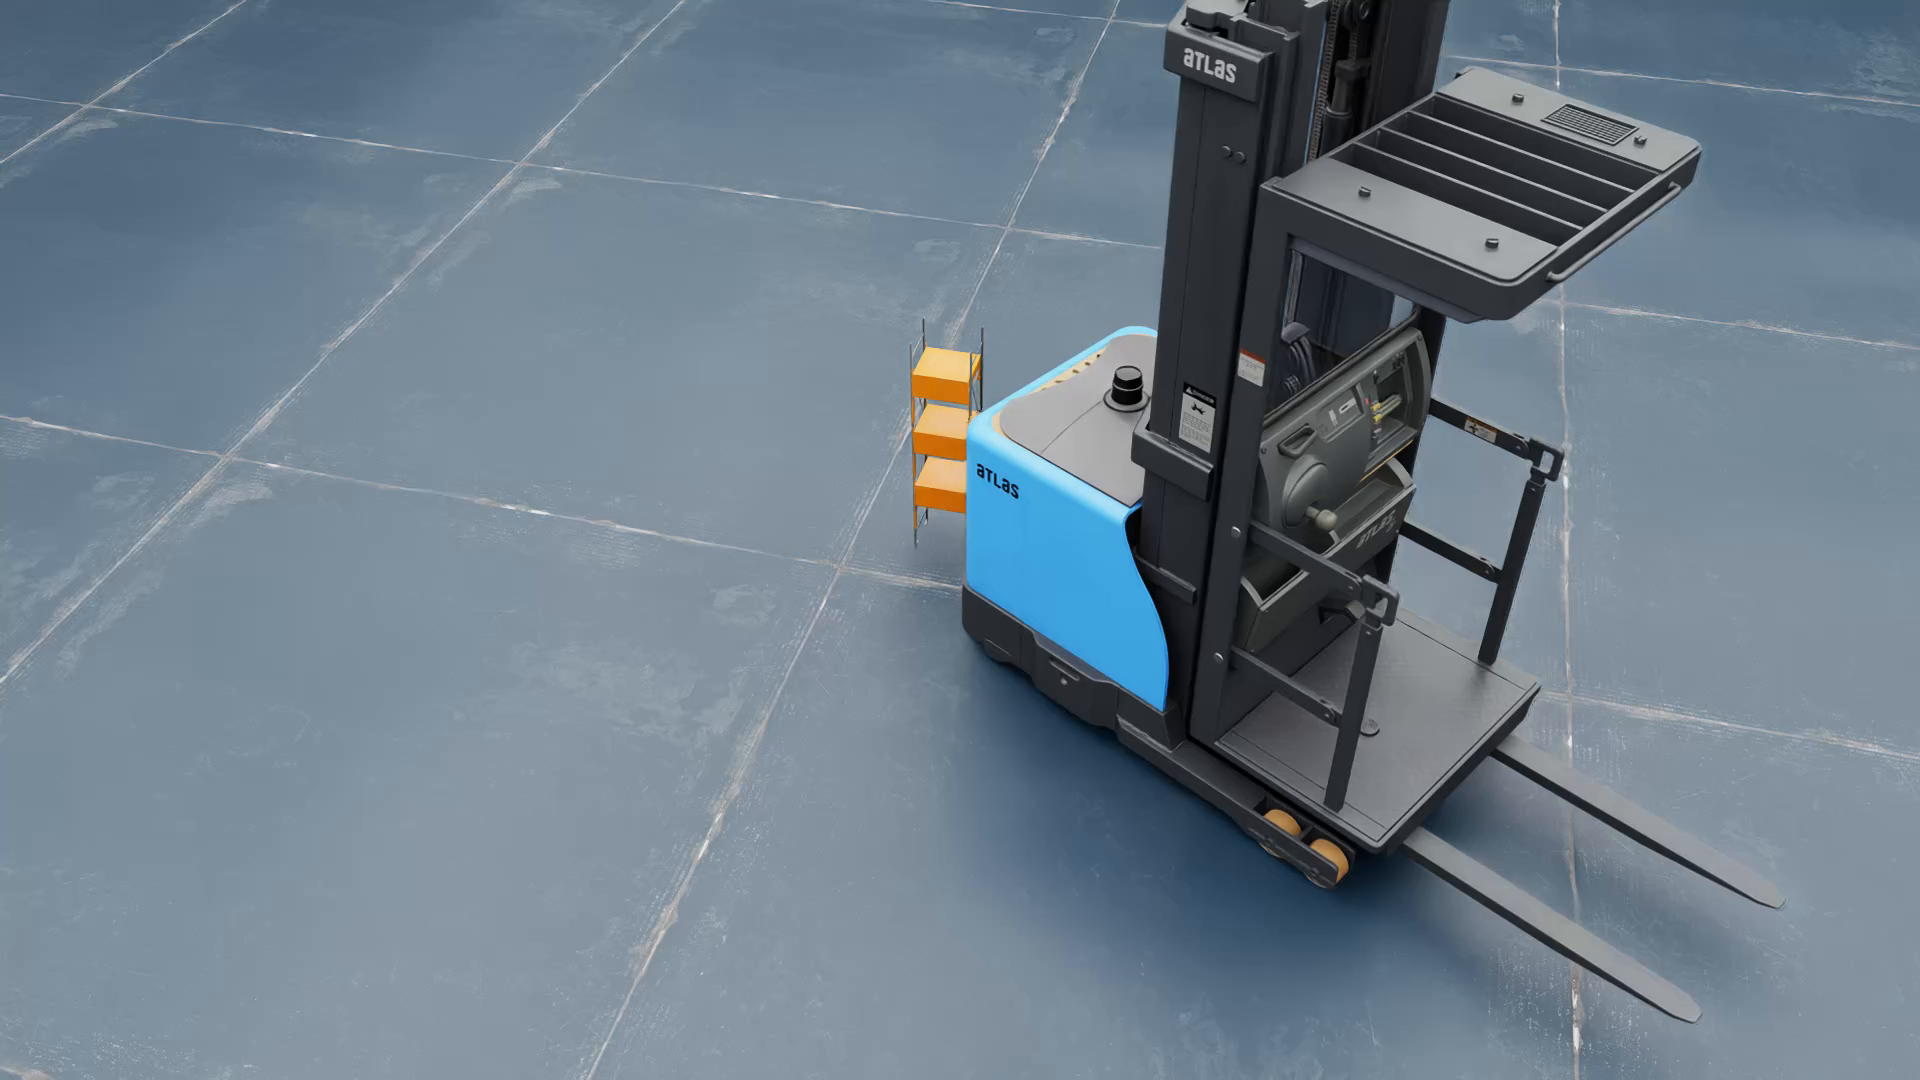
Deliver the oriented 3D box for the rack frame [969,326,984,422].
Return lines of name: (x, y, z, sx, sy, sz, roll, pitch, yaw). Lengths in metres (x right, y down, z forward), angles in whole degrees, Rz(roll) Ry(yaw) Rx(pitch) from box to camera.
rack frame: (0.066, -0.391, 6.899, 0.008, 1.050, 0.200, 10, 41, 11)

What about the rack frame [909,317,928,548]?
rack frame: (-0.170, -0.431, 6.947, 0.008, 1.050, 0.200, 10, 41, 11)

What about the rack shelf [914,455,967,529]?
rack shelf: (-0.052, -0.190, 7.109, 0.240, 0.259, 0.215, 10, 41, 11)

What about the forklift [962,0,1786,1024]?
forklift: (1.415, -0.293, 5.320, 3.031, 2.935, 1.130, 32, 50, 32)

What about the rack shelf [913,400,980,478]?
rack shelf: (-0.052, -0.403, 6.930, 0.240, 0.259, 0.215, 10, 41, 11)

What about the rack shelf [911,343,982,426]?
rack shelf: (-0.052, -0.620, 6.747, 0.240, 0.259, 0.215, 10, 41, 11)

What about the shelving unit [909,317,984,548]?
shelving unit: (-0.052, -0.411, 6.923, 0.252, 1.050, 0.215, 10, 41, 11)
